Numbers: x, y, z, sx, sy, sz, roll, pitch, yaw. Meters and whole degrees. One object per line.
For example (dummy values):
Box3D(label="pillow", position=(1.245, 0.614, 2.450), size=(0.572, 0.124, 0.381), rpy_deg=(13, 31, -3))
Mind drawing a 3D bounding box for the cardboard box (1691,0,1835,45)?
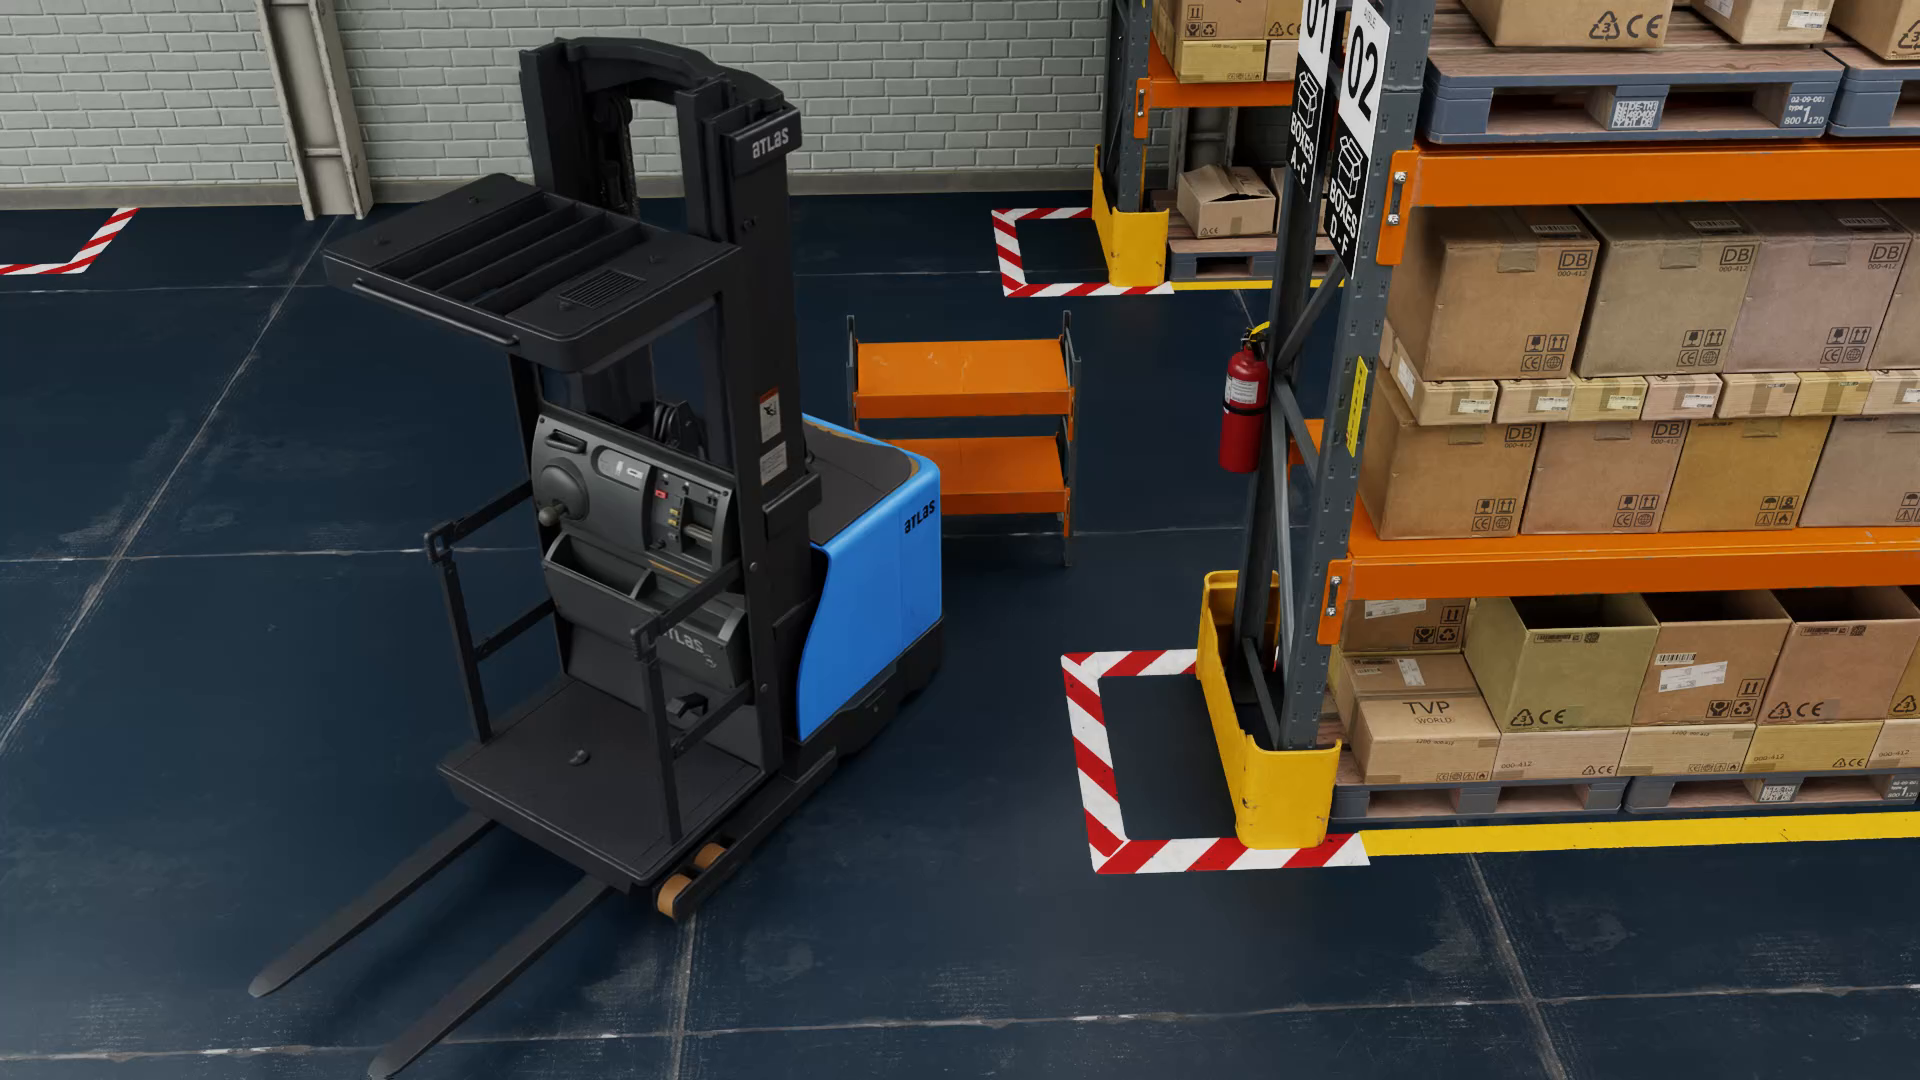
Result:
Box3D(label="cardboard box", position=(2.452, -1.651, 5.092), size=(0.250, 0.149, 0.380), rpy_deg=(-2, 35, -2))

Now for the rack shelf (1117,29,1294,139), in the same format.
Box3D(label="rack shelf", position=(3.028, -2.933, 10.484), size=(4.000, 0.370, 1.077), rpy_deg=(-2, 35, -2))

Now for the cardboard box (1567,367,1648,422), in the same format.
Box3D(label="cardboard box", position=(2.183, -0.570, 5.779), size=(0.250, 0.149, 0.380), rpy_deg=(-1, 35, -2))

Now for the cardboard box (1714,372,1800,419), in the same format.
Box3D(label="cardboard box", position=(2.702, -0.584, 5.800), size=(0.250, 0.149, 0.380), rpy_deg=(-3, 35, -4))

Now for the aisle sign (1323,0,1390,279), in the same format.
Box3D(label="aisle sign", position=(1.217, -1.252, 5.139), size=(0.004, 0.787, 0.394), rpy_deg=(-2, 35, -2))

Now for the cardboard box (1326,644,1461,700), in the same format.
Box3D(label="cardboard box", position=(1.790, 0.417, 7.059), size=(0.500, 0.250, 0.500), rpy_deg=(-2, 35, -2))

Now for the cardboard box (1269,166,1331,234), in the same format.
Box3D(label="cardboard box", position=(2.295, -2.233, 10.817), size=(0.500, 0.311, 0.500), rpy_deg=(1, 35, 2))

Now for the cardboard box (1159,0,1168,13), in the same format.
Box3D(label="cardboard box", position=(1.491, -3.563, 10.218), size=(0.500, 0.500, 0.500), rpy_deg=(-2, 35, -3))

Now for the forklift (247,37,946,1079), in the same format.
Box3D(label="forklift", position=(-1.303, -0.101, 5.820), size=(1.130, 2.935, 3.031), rpy_deg=(21, 40, 27))

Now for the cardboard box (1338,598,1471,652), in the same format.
Box3D(label="cardboard box", position=(1.790, 0.107, 6.848), size=(0.500, 0.500, 0.500), rpy_deg=(-2, 35, -2))

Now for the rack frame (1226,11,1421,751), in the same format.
Box3D(label="rack frame", position=(1.268, -0.359, 6.133), size=(0.127, 3.000, 1.000), rpy_deg=(-2, 35, -2))

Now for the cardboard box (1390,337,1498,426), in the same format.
Box3D(label="cardboard box", position=(1.671, -0.555, 5.758), size=(0.250, 0.149, 0.380), rpy_deg=(-2, 35, -3))

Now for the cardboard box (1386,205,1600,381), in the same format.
Box3D(label="cardboard box", position=(1.788, -0.940, 5.745), size=(0.500, 0.500, 0.700), rpy_deg=(-1, 35, -2))

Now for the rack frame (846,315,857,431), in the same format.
Box3D(label="rack frame", position=(-0.501, -0.449, 7.910), size=(0.032, 1.125, 0.500), rpy_deg=(-2, 35, -2))

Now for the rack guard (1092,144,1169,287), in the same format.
Box3D(label="rack guard", position=(1.106, -2.149, 10.916), size=(0.348, 0.500, 1.175), rpy_deg=(-2, 35, -2))

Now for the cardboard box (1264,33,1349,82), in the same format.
Box3D(label="cardboard box", position=(2.051, -2.976, 10.029), size=(0.500, 0.250, 0.500), rpy_deg=(-3, 35, -4))

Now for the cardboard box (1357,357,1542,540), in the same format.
Box3D(label="cardboard box", position=(1.735, -0.405, 6.112), size=(0.500, 0.500, 0.700), rpy_deg=(-2, 35, -2))

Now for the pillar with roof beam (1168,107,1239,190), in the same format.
Box3D(label="pillar with roof beam", position=(1.892, -3.705, 5.696), size=(0.400, 9.000, 9.100), rpy_deg=(-2, 35, -2))

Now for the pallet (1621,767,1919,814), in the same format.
Box3D(label="pallet", position=(3.246, 0.712, 7.036), size=(1.213, 0.211, 1.003), rpy_deg=(-2, 35, -2))

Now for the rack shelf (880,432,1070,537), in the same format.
Box3D(label="rack shelf", position=(0.007, -0.262, 8.069), size=(1.000, 0.278, 0.538), rpy_deg=(-2, 35, -2))

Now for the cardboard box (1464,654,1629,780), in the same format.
Box3D(label="cardboard box", position=(2.314, 0.695, 6.657), size=(0.500, 0.250, 0.500), rpy_deg=(-2, 35, -2))

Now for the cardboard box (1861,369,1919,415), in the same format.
Box3D(label="cardboard box", position=(3.206, -0.596, 5.817), size=(0.250, 0.149, 0.380), rpy_deg=(-1, 35, -2))

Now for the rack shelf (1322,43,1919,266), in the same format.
Box3D(label="rack shelf", position=(3.266, -1.351, 5.562), size=(4.000, 0.370, 1.077), rpy_deg=(-2, 35, -2))

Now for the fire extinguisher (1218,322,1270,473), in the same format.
Box3D(label="fire extinguisher", position=(1.128, -0.588, 6.532), size=(0.183, 0.674, 0.296), rpy_deg=(-2, 35, -2))

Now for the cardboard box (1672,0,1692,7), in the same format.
Box3D(label="cardboard box", position=(2.406, -1.942, 5.424), size=(0.500, 0.250, 0.500), rpy_deg=(-2, 35, -2))

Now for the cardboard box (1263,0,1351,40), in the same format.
Box3D(label="cardboard box", position=(2.015, -3.279, 9.808), size=(0.500, 0.500, 0.500), rpy_deg=(-1, 35, -2))

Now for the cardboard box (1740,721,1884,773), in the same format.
Box3D(label="cardboard box", position=(3.313, 0.671, 6.691), size=(0.500, 0.250, 0.500), rpy_deg=(-2, 35, -2))

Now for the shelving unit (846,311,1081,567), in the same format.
Box3D(label="shelving unit", position=(0.007, -0.463, 7.930), size=(1.048, 1.125, 0.538), rpy_deg=(-2, 35, -2))

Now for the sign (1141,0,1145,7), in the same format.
Box3D(label="sign", position=(1.056, -3.222, 9.510), size=(0.005, 0.325, 0.100), rpy_deg=(-2, 35, -2))

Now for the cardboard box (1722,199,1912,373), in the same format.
Box3D(label="cardboard box", position=(2.817, -0.972, 5.790), size=(0.500, 0.500, 0.700), rpy_deg=(-1, 35, -2))

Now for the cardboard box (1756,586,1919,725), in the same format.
Box3D(label="cardboard box", position=(3.313, 0.364, 6.477), size=(0.500, 0.500, 0.500), rpy_deg=(-2, 35, -2))

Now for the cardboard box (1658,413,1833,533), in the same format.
Box3D(label="cardboard box", position=(2.756, -0.432, 6.151), size=(0.500, 0.500, 0.700), rpy_deg=(-1, 35, -2))

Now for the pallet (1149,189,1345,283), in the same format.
Box3D(label="pallet", position=(1.919, -2.032, 11.001), size=(1.213, 0.211, 1.003), rpy_deg=(-2, 35, -2))

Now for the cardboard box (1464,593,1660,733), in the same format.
Box3D(label="cardboard box", position=(2.314, 0.388, 6.442), size=(0.500, 0.500, 0.500), rpy_deg=(-2, 35, -2))

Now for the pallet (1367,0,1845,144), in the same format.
Box3D(label="pallet", position=(1.976, -1.560, 5.311), size=(1.213, 0.211, 1.003), rpy_deg=(-2, 35, -2))
